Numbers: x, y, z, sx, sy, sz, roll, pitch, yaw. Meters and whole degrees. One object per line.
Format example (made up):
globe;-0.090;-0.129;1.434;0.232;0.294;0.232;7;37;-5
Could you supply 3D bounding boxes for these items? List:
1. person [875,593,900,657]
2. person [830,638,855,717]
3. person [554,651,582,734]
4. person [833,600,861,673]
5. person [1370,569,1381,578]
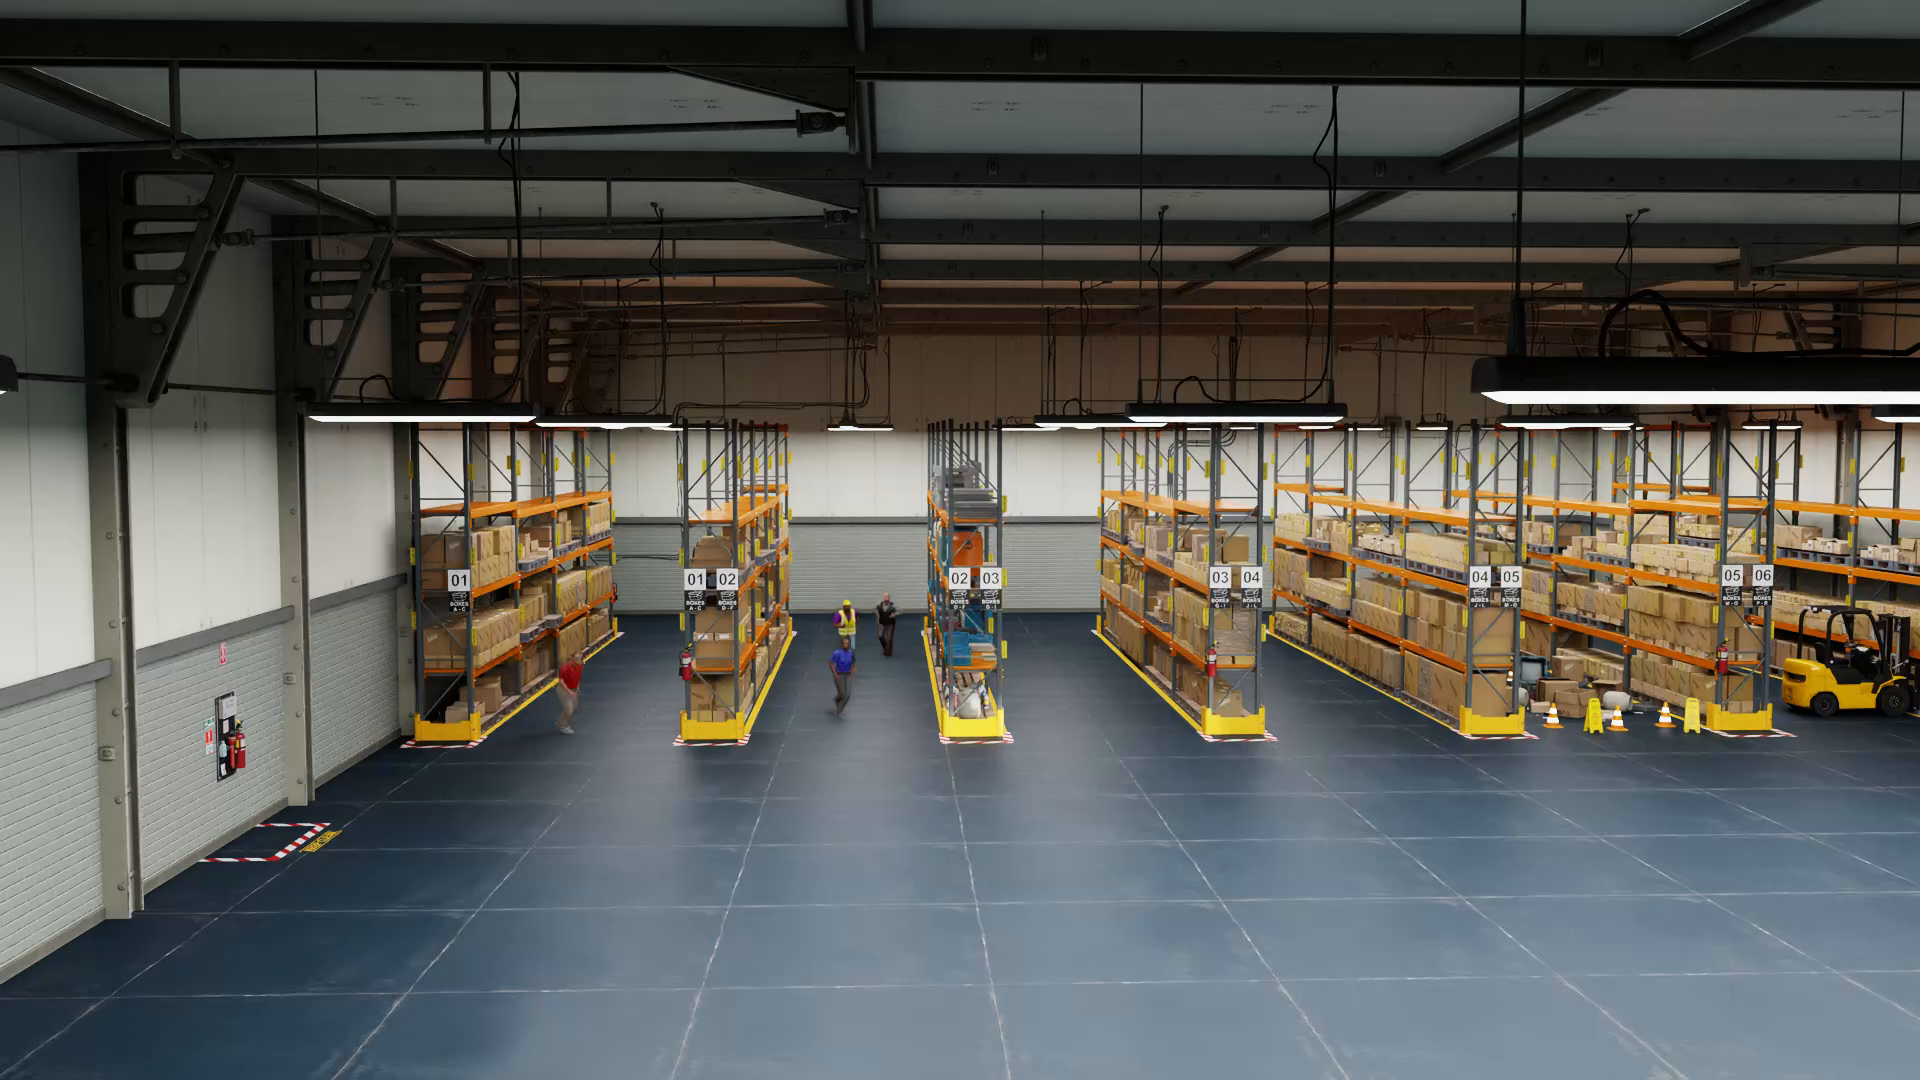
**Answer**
person;-1.876;2.171;42.652;0.704;1.667;0.781;1;4;11
person;-2.402;2.776;33.751;0.573;1.600;0.529;-2;4;-29
person;-7.498;2.898;31.713;0.824;1.610;0.685;2;4;23
person;-2.722;2.288;40.114;0.714;1.737;0.977;-1;4;-12
person;12.262;1.684;49.321;0.761;1.792;0.680;-1;4;-16
